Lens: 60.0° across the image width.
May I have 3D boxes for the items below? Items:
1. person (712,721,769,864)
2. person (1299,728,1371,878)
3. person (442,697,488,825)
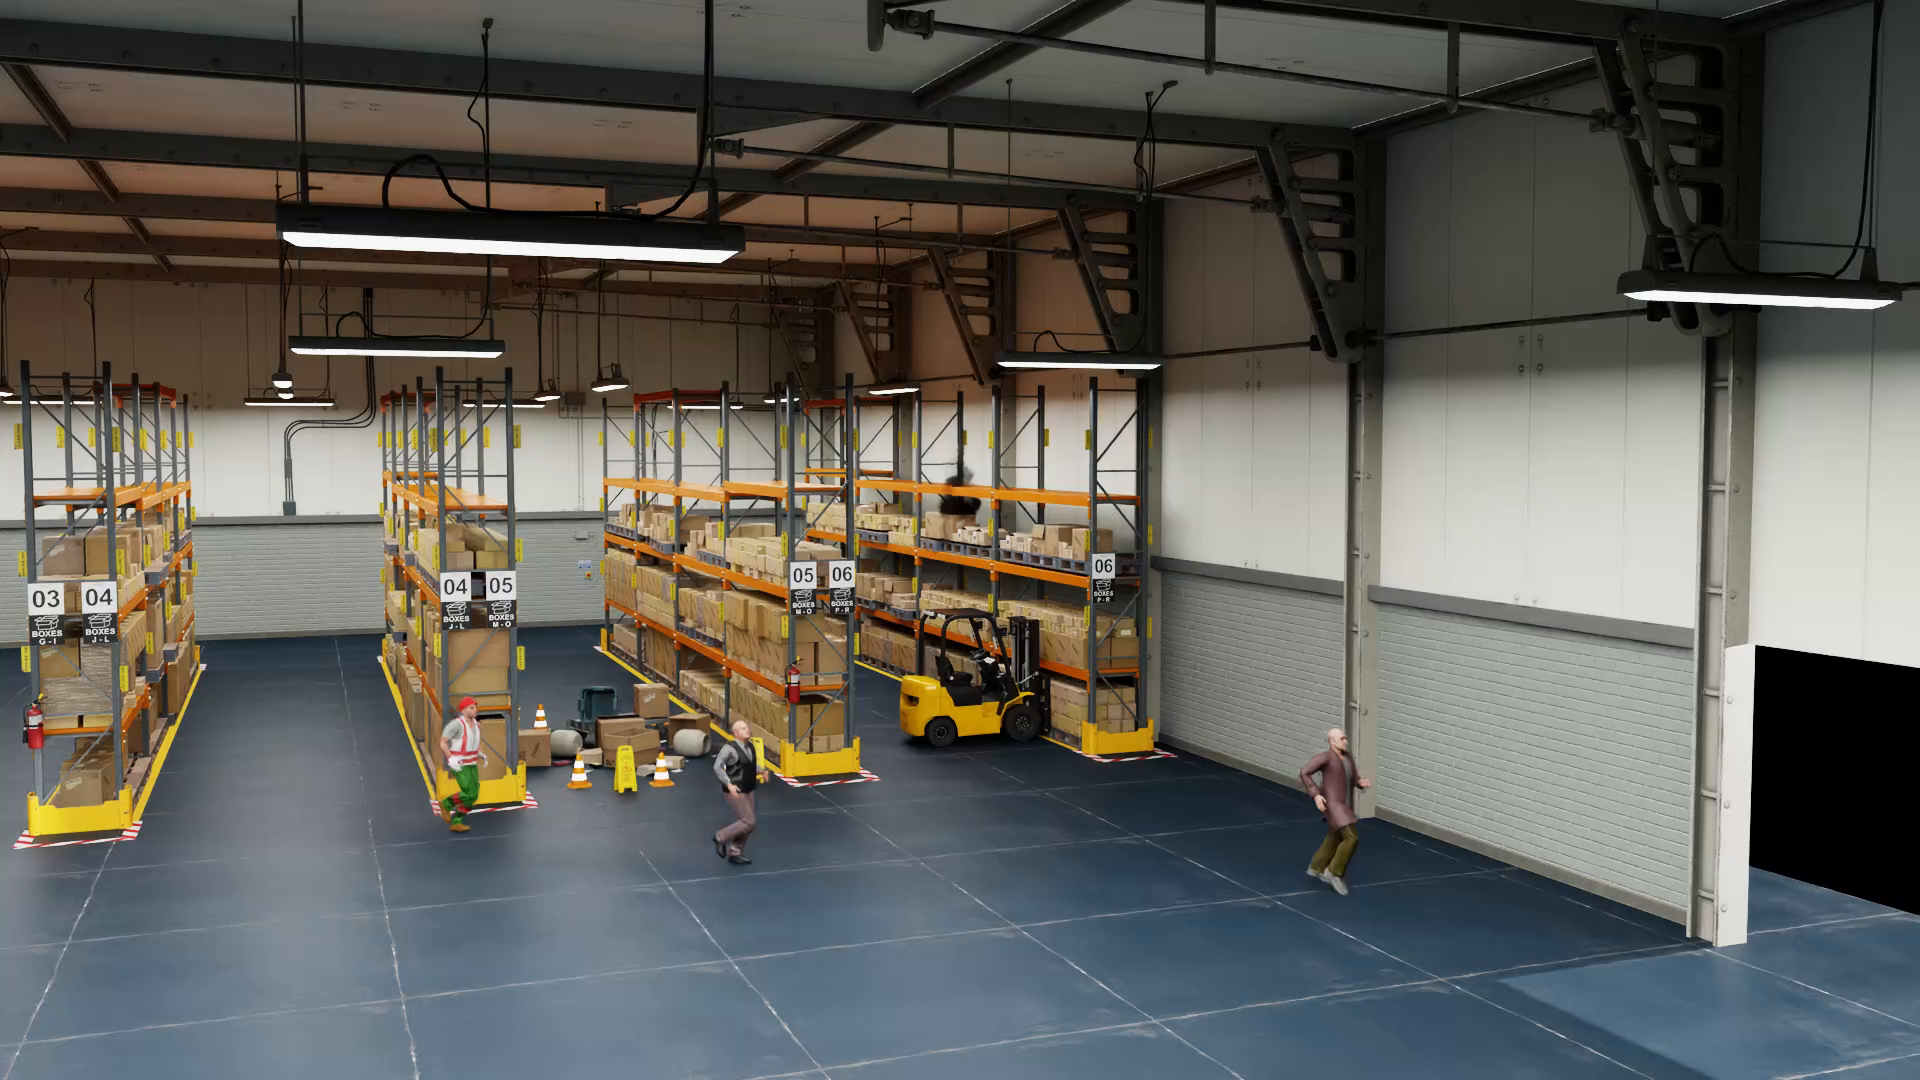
[{"bbox_3d":[-2.575,2.981,19.676,0.610,1.690,0.652,2,4,26],"label":"person"},{"bbox_3d":[4.208,2.934,18.478,0.775,1.674,0.671,3,5,41],"label":"person"},{"bbox_3d":[-6.355,2.844,21.264,0.519,1.672,0.509,1,4,18],"label":"person"}]
